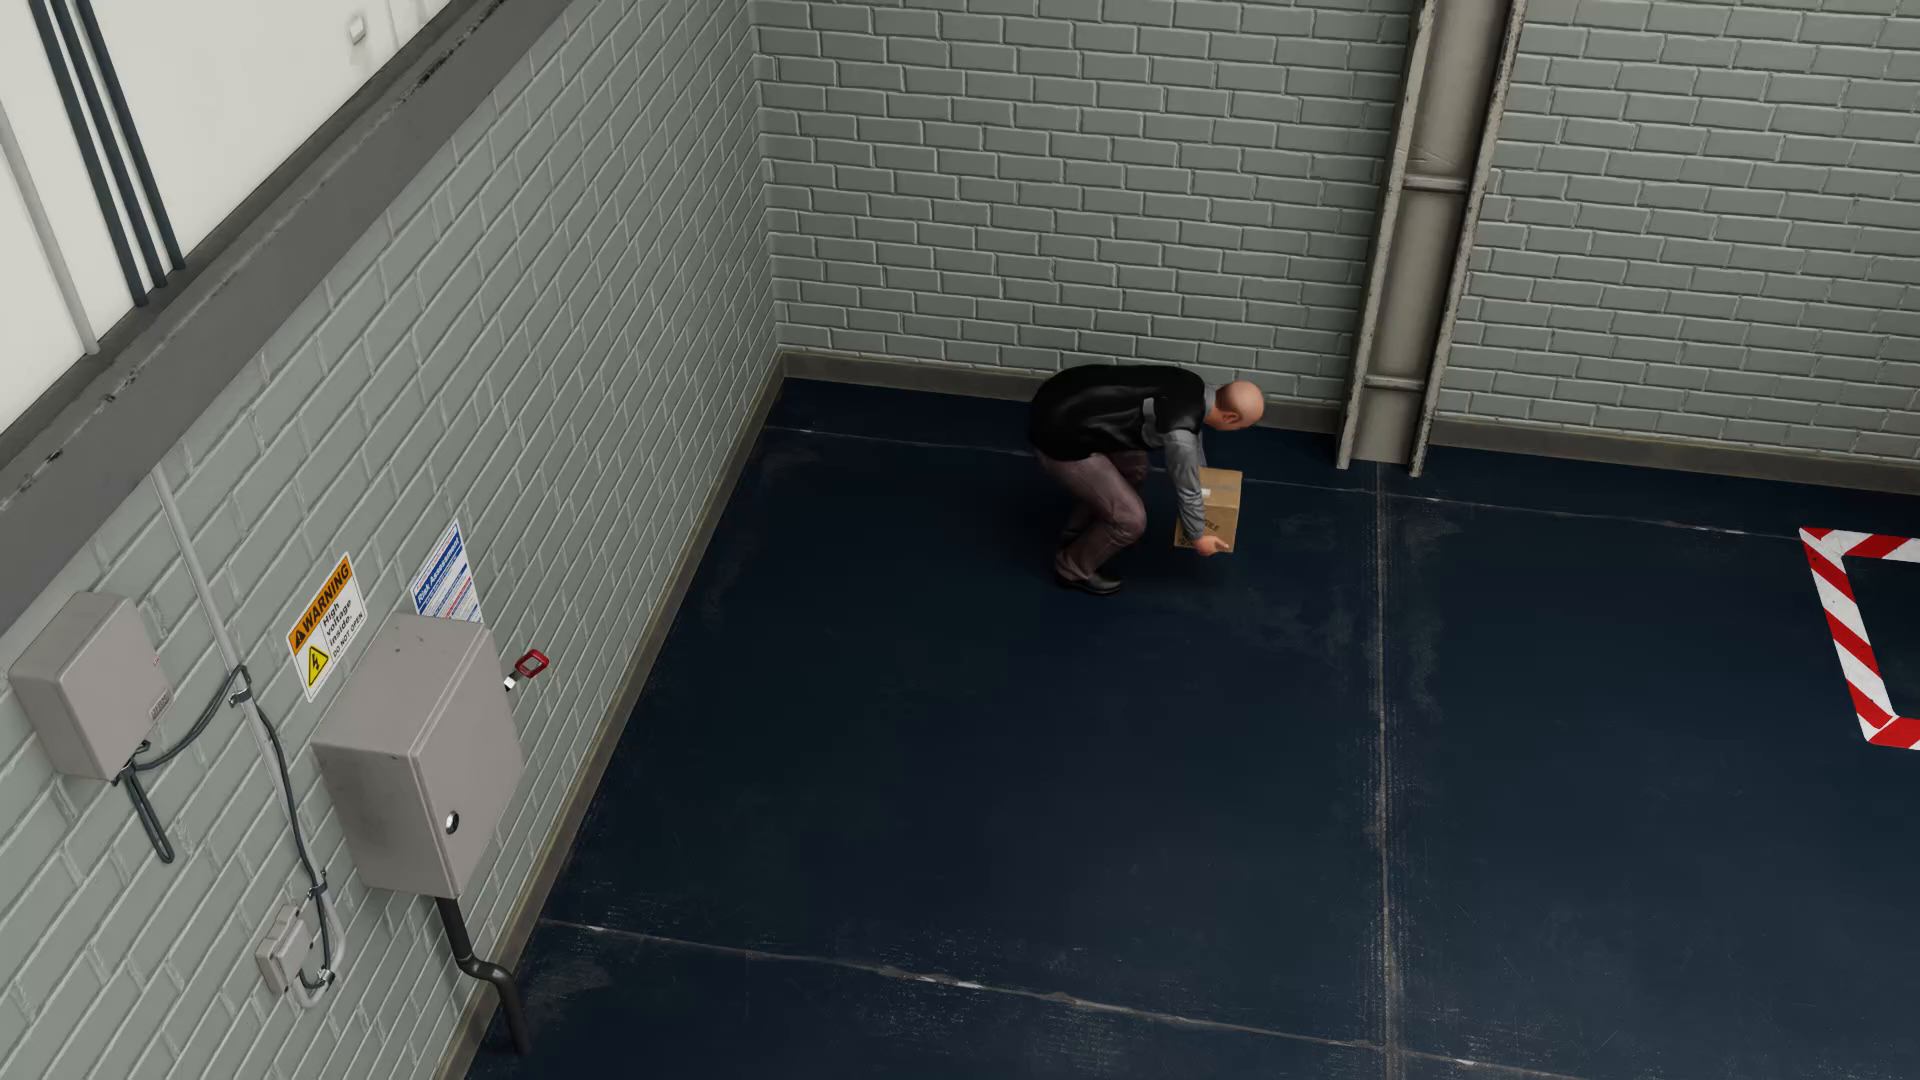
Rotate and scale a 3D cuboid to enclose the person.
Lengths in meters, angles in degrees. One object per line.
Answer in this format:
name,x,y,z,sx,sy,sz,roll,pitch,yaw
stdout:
person,0.758,-0.274,7.021,0.951,1.048,0.508,5,40,6
